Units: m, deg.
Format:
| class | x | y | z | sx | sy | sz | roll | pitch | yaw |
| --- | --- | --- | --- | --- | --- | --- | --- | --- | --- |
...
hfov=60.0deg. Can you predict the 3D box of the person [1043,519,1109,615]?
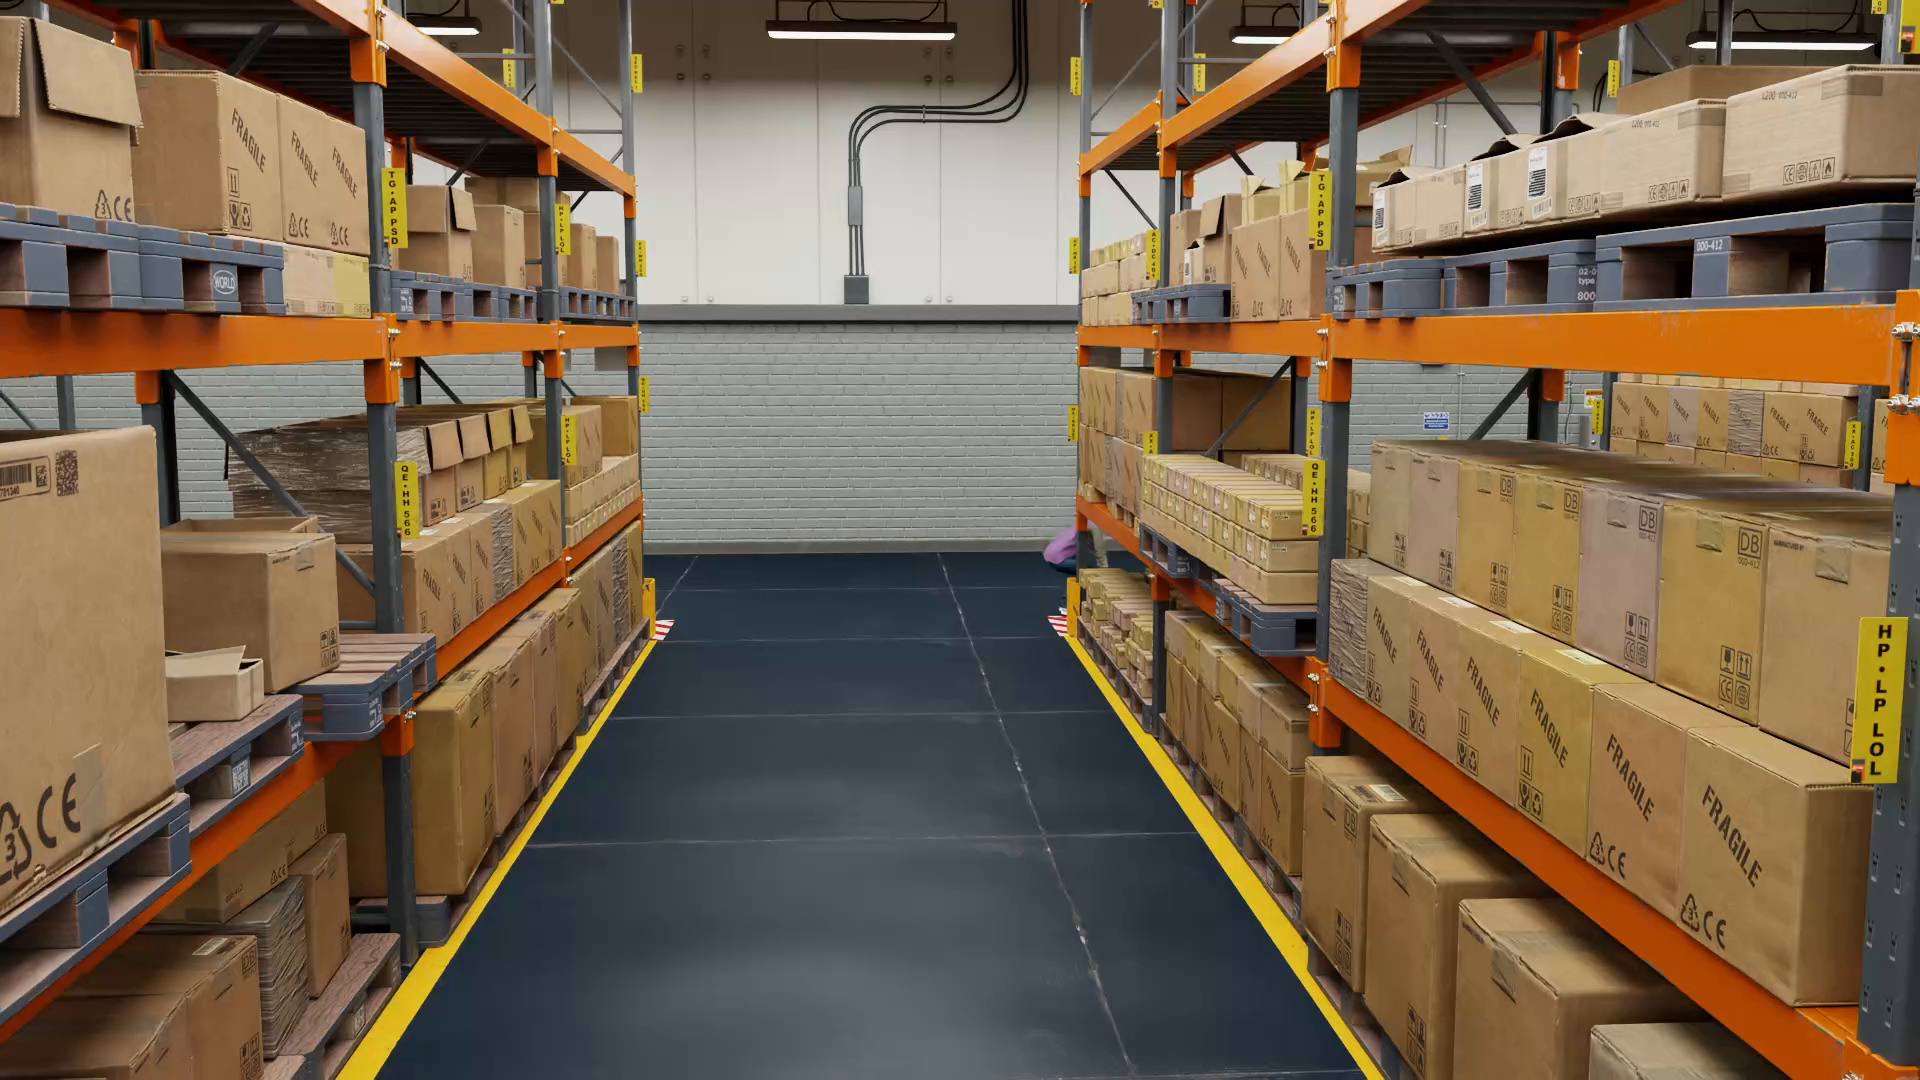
| class | x | y | z | sx | sy | sz | roll | pitch | yaw |
| --- | --- | --- | --- | --- | --- | --- | --- | --- | --- |
| person | 1.201 | 0.220 | 16.368 | 0.768 | 1.022 | 0.458 | 0 | 7 | 0 |
